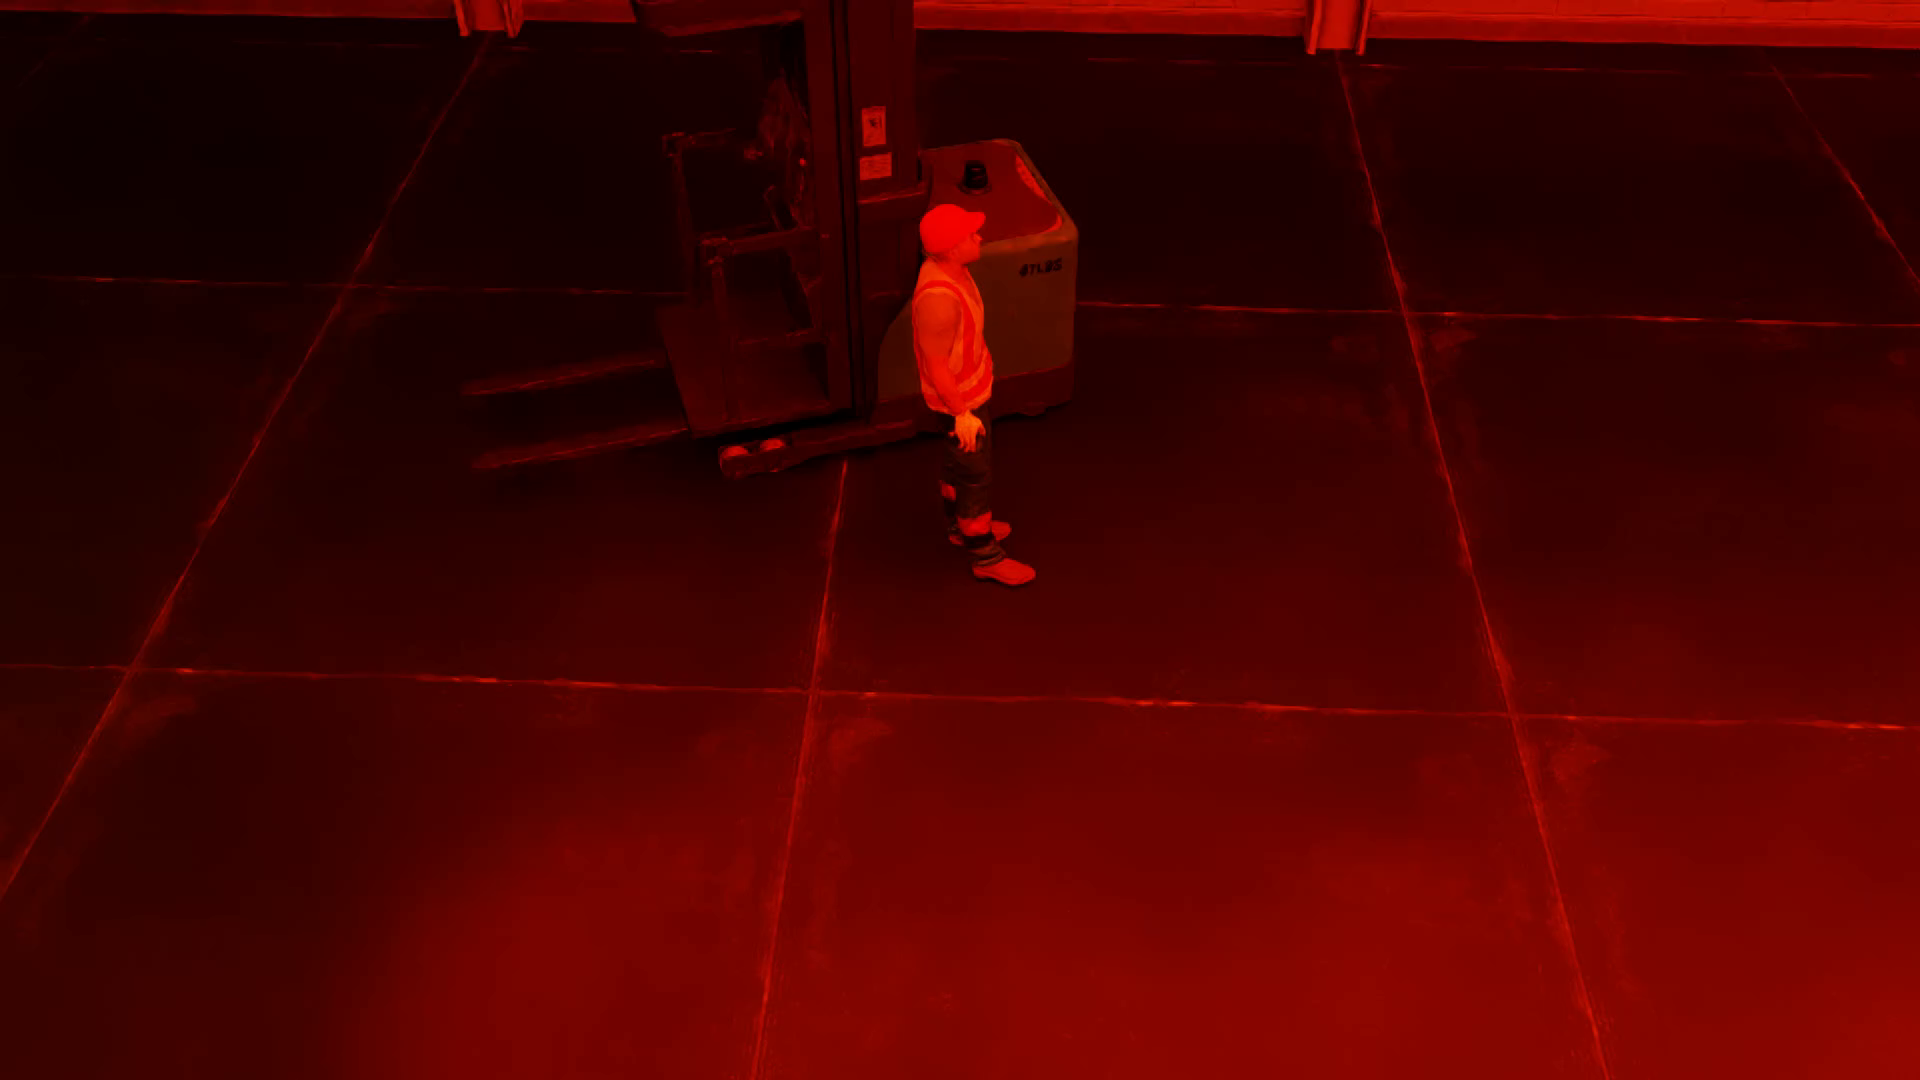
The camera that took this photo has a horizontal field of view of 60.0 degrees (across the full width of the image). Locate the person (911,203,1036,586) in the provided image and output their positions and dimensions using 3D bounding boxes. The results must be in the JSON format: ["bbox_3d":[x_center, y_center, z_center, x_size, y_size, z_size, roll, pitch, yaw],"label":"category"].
[{"bbox_3d":[0.080,-0.656,7.297,0.563,1.787,0.637,2,42,2],"label":"person"}]

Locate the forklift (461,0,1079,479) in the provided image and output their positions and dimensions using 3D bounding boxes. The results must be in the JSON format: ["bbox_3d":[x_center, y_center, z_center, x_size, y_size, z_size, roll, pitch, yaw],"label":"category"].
[{"bbox_3d":[-0.989,-1.783,7.695,3.031,2.935,1.130,-12,44,-13],"label":"forklift"}]
